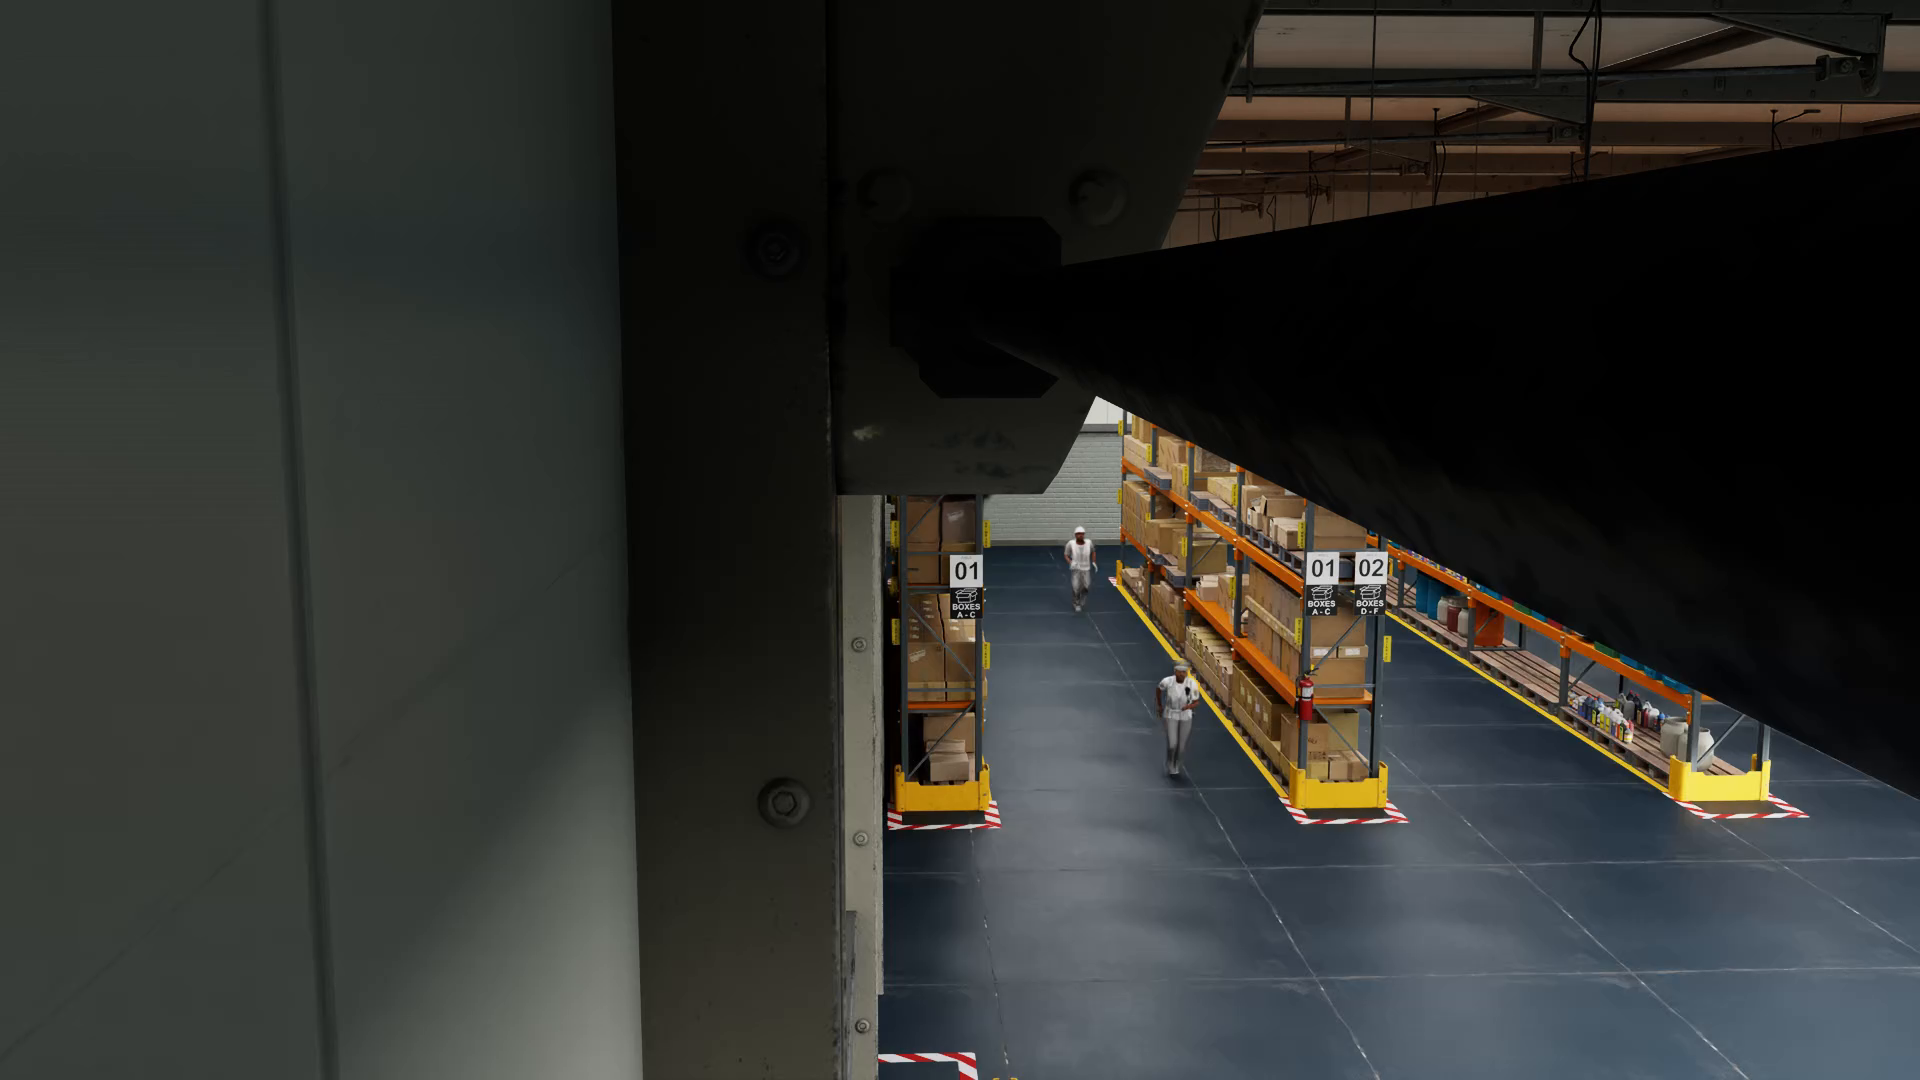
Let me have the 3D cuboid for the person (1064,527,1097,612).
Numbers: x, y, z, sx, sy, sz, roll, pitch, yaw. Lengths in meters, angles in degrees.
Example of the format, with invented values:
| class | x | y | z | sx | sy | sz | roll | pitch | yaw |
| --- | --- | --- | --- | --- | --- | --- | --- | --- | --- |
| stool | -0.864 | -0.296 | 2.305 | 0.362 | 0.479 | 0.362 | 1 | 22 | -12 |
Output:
| class | x | y | z | sx | sy | sz | roll | pitch | yaw |
| --- | --- | --- | --- | --- | --- | --- | --- | --- | --- |
| person | 2.412 | 0.593 | 33.143 | 0.681 | 1.730 | 0.632 | -1 | 8 | -6 |

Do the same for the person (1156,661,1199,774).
| class | x | y | z | sx | sy | sz | roll | pitch | yaw |
| --- | --- | --- | --- | --- | --- | --- | --- | --- | --- |
| person | 2.842 | 2.320 | 21.693 | 0.527 | 1.602 | 0.740 | 0 | 8 | -1 |
